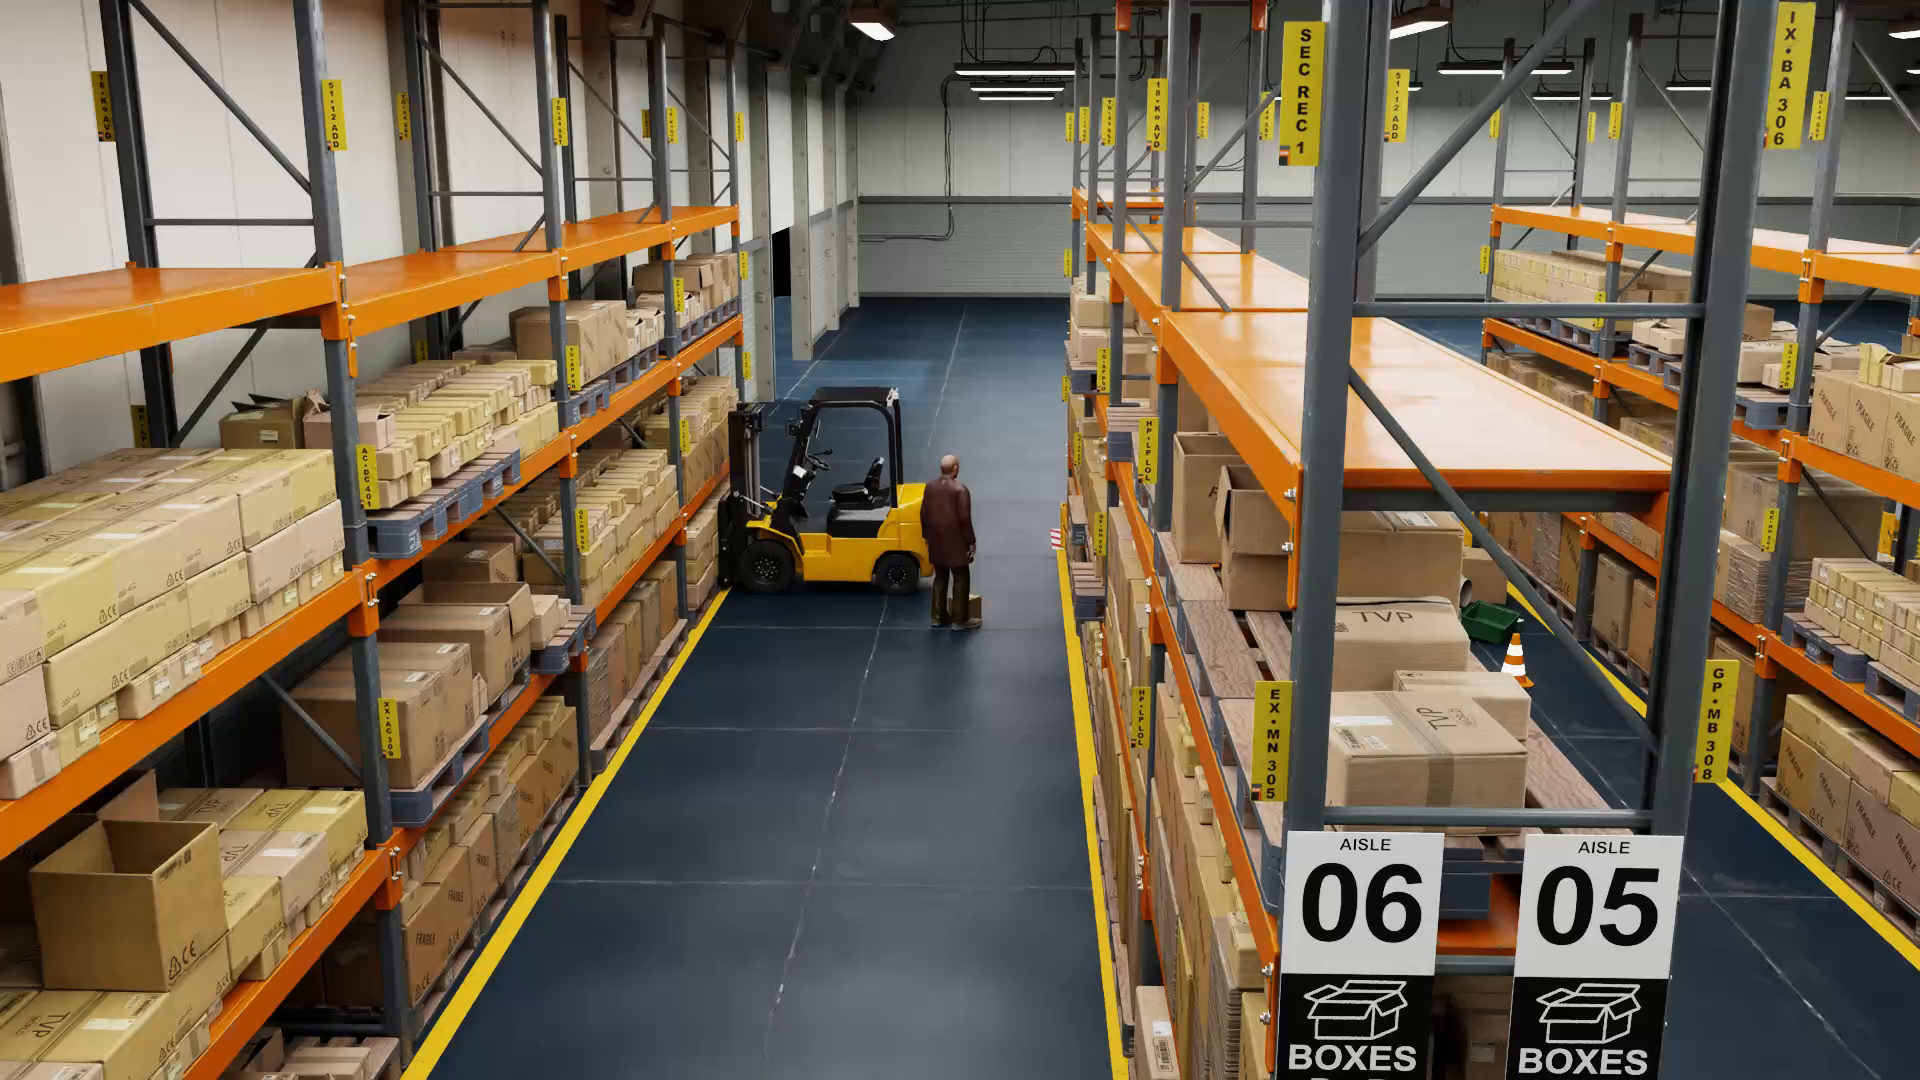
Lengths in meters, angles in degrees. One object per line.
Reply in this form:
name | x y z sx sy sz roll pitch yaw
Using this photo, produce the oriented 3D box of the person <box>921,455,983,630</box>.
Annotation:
person | -0.109 0.014 16.970 0.656 1.774 0.416 10 17 36
